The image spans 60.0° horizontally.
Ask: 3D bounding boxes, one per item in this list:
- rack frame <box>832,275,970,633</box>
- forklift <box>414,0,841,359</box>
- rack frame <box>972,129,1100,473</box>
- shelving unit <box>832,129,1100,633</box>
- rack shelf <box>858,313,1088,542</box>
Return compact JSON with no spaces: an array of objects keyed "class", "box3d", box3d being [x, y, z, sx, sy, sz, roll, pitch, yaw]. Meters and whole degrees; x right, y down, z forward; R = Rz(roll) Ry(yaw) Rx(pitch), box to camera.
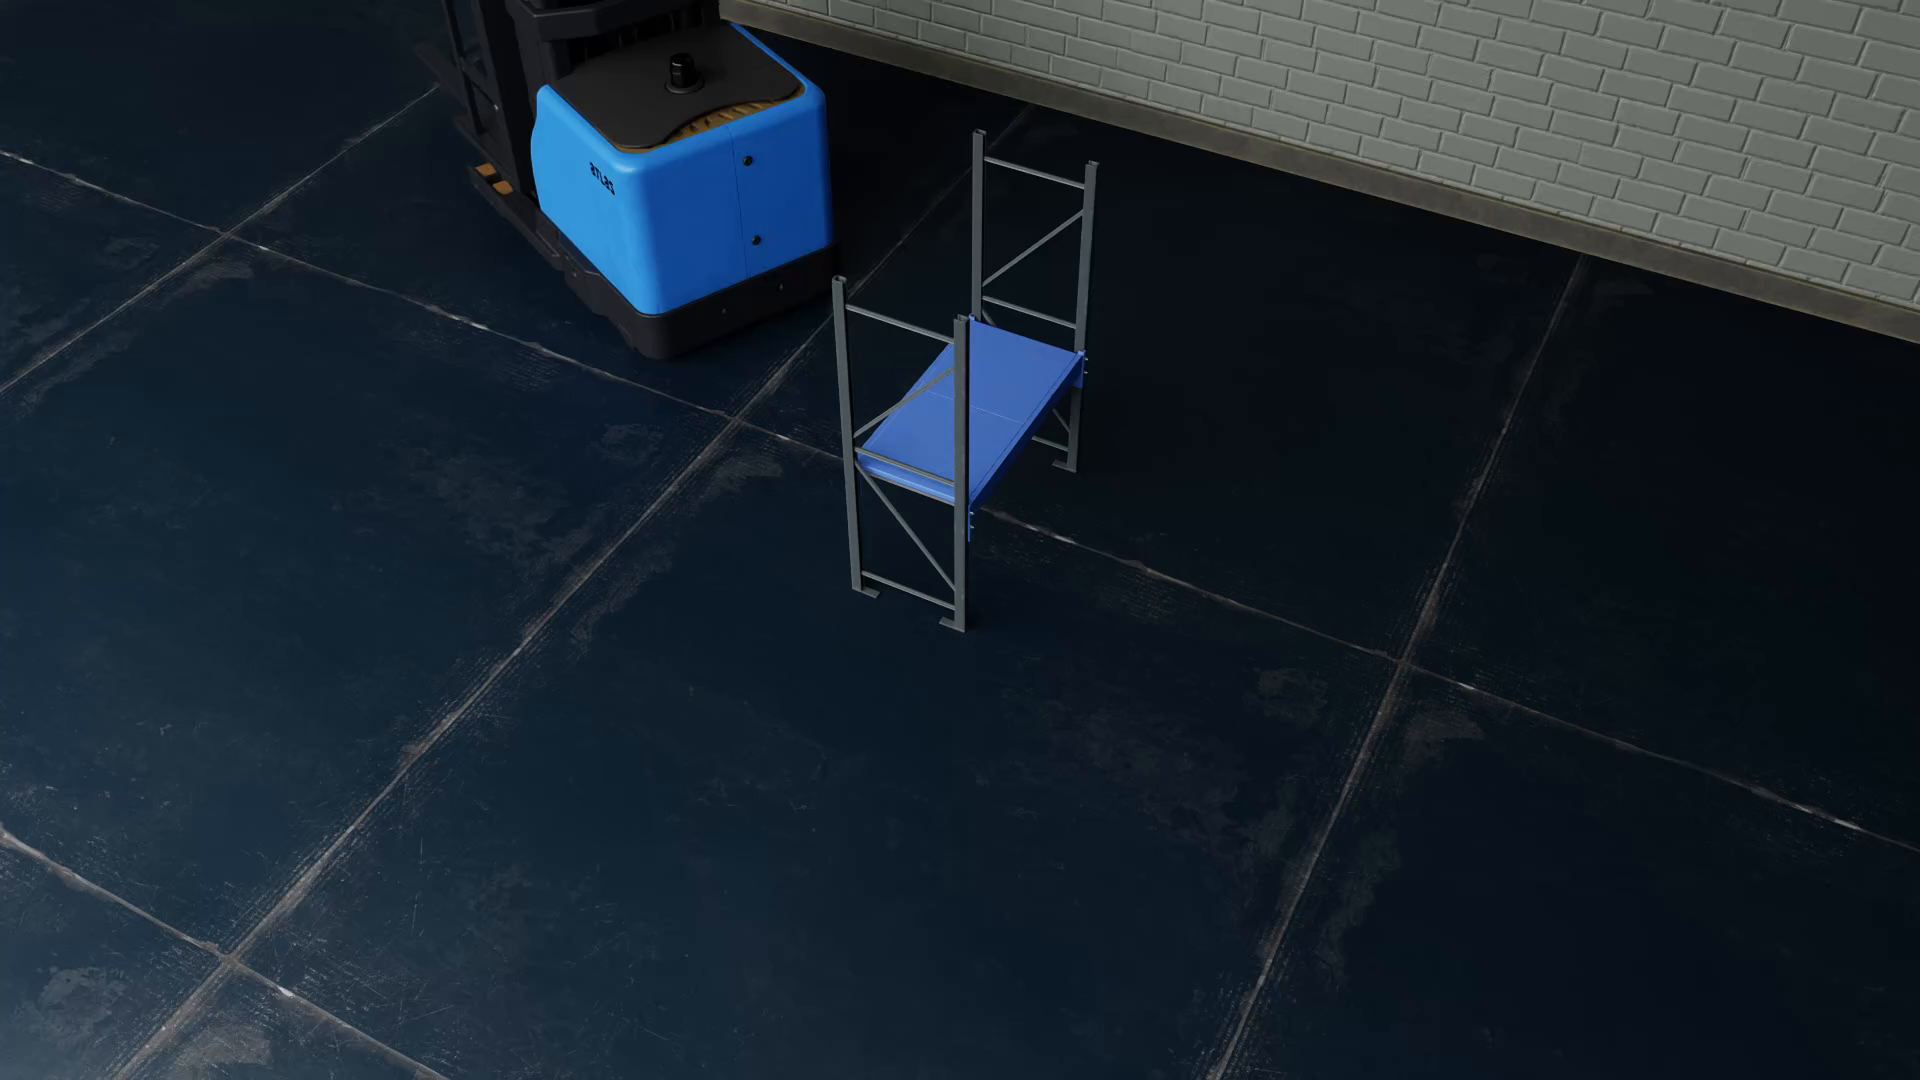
[{"class":"rack frame","box3d":[-0.196,-0.261,5.953,0.500,1.500,0.032,20,49,19]},{"class":"forklift","box3d":[-1.834,-2.850,7.506,1.130,2.935,3.031,-27,51,-24]},{"class":"rack frame","box3d":[0.276,-0.901,6.586,0.500,1.500,0.032,20,49,19]},{"class":"shelving unit","box3d":[0.040,-0.581,6.270,0.538,1.500,1.048,20,49,19]},{"class":"rack shelf","box3d":[0.040,-0.455,6.398,0.538,0.185,1.000,20,49,19]}]
